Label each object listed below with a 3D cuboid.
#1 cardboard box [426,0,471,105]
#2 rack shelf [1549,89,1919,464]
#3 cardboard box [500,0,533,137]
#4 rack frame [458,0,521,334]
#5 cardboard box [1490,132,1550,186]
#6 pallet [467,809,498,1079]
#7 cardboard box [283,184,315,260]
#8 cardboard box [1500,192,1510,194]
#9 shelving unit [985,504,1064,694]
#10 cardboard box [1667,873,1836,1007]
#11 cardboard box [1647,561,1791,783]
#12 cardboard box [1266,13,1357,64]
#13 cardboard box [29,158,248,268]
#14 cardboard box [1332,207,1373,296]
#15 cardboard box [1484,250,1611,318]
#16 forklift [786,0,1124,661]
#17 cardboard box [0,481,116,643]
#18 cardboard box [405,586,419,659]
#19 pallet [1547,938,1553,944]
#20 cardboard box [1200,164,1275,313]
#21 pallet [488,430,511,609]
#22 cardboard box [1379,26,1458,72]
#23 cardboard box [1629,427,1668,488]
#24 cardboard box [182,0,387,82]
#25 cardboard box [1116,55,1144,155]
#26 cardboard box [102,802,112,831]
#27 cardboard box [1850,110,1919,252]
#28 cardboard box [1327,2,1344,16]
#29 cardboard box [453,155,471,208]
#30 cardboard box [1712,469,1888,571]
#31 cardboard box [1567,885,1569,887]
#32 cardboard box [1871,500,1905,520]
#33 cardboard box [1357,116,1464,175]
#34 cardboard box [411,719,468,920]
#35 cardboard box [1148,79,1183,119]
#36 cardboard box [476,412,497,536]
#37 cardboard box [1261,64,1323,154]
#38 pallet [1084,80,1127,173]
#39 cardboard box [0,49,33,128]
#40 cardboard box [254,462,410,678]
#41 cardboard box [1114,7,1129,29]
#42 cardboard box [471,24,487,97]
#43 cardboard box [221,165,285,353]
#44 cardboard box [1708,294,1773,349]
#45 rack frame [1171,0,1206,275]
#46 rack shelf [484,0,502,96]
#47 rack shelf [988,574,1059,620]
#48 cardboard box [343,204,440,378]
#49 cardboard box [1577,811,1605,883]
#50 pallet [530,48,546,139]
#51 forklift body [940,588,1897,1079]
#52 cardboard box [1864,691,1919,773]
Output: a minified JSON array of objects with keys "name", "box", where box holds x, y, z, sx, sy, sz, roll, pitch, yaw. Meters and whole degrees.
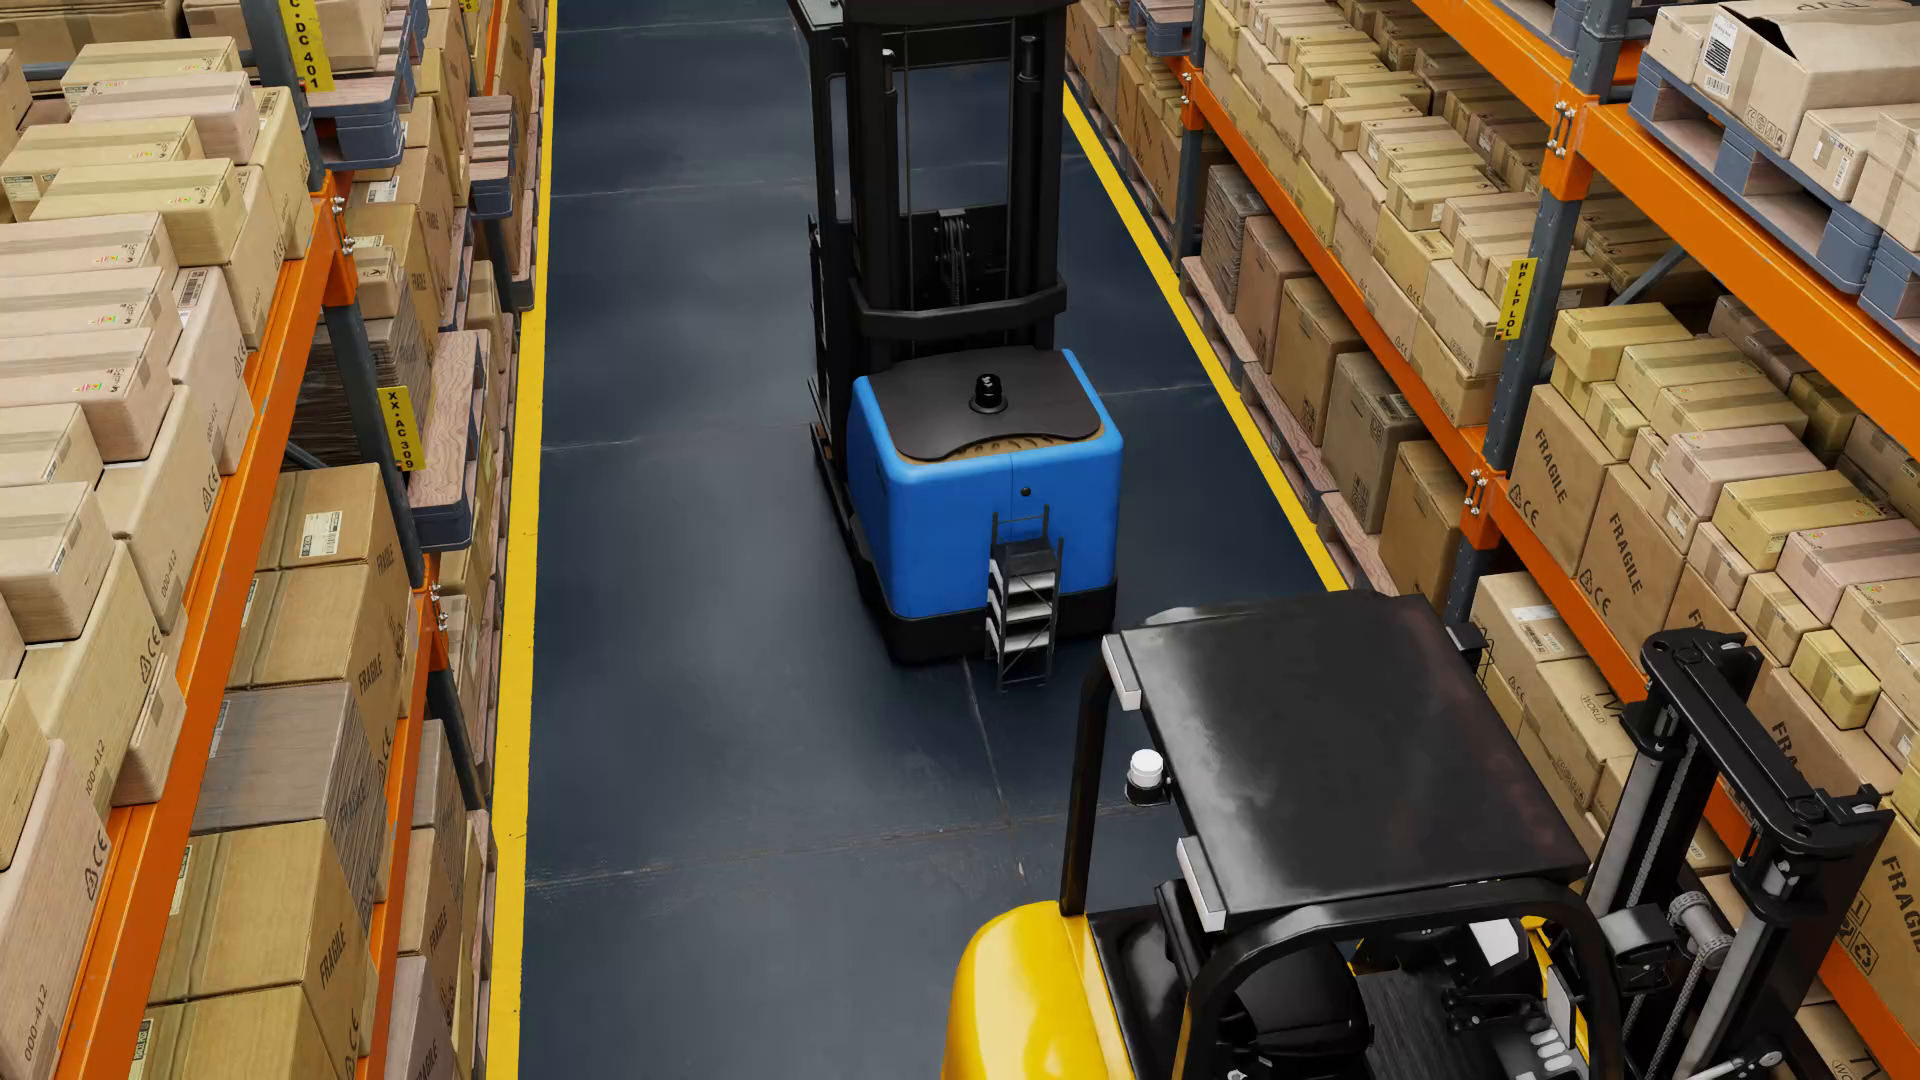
[{"name":"cardboard box","box":[-2.718,-2.452,8.195,0.500,0.500,0.500,-7,38,-9]},{"name":"rack shelf","box":[2.867,-0.187,4.087,1.077,0.370,4.000,-6,38,-8]},{"name":"cardboard box","box":[-3.419,-3.206,11.222,0.875,0.875,0.875,-5,38,-7]},{"name":"rack frame","box":[-3.071,-2.374,8.761,1.000,3.000,0.127,-6,38,-8]},{"name":"cardboard box","box":[2.544,-1.649,7.217,0.380,0.149,0.250,-6,38,-8]},{"name":"pallet","box":[-2.217,1.545,5.989,1.003,0.211,1.213,-6,38,-8]},{"name":"cardboard box","box":[-2.014,-0.886,4.605,0.380,0.149,0.250,-6,38,-8]},{"name":"cardboard box","box":[2.601,-1.271,7.056,0.500,0.250,0.500,-7,38,-8]},{"name":"shelving unit","box":[0.264,0.262,7.064,0.258,0.900,0.210,-9,45,-11]},{"name":"cardboard box","box":[2.555,1.284,5.136,0.500,0.250,0.500,-7,38,-9]},{"name":"cardboard box","box":[2.534,0.381,5.133,0.500,0.500,0.500,-7,38,-8]},{"name":"cardboard box","box":[1.757,-2.512,8.328,0.380,0.149,0.250,-6,38,-7]},{"name":"cardboard box","box":[-1.846,-0.732,3.757,0.380,0.149,0.250,-5,38,-7]},{"name":"cardboard box","box":[2.020,-1.318,7.523,0.500,0.250,0.500,-6,38,-8]},{"name":"cardboard box","box":[2.238,-0.972,6.346,0.380,0.149,0.250,-5,38,-6]},{"name":"forklift","box":[-0.155,-1.530,7.730,1.130,2.935,3.031,-9,39,-11]},{"name":"cardboard box","box":[-1.647,0.047,2.754,0.380,0.149,0.250,-5,38,-7]},{"name":"cardboard box","box":[-2.013,0.302,5.521,0.380,0.149,0.250,-7,38,-8]},{"name":"pallet","box":[2.614,1.092,6.573,1.003,0.211,1.213,-6,38,-8]},{"name":"cardboard box","box":[1.911,-1.760,9.564,0.875,0.625,0.625,-5,38,-7]},{"name":"pallet","box":[-2.725,-0.066,8.062,1.003,0.211,1.213,-6,38,-8]},{"name":"cardboard box","box":[2.293,-2.415,8.204,0.380,0.149,0.250,-6,38,-8]},{"name":"cardboard box","box":[2.433,-0.259,5.428,0.380,0.149,0.250,-6,38,-8]},{"name":"cardboard box","box":[-2.078,-1.645,5.158,0.500,0.250,0.500,-7,38,-9]},{"name":"cardboard box","box":[1.357,-2.941,11.185,0.500,0.500,0.500,-5,38,-6]},{"name":"cardboard box","box":[-1.672,0.518,2.798,0.380,0.149,0.250,-7,38,-9]},{"name":"cardboard box","box":[2.477,-0.902,4.107,0.396,0.266,0.258,-7,38,-9]},{"name":"cardboard box","box":[2.167,-2.807,9.033,0.500,0.250,0.500,-5,38,-7]},{"name":"cardboard box","box":[-2.477,-1.649,7.690,0.380,0.149,0.250,-6,38,-7]},{"name":"cardboard box","box":[2.484,-0.061,4.931,0.380,0.149,0.250,-7,38,-9]},{"name":"cardboard box","box":[2.379,1.058,6.241,0.500,0.250,0.500,-7,38,-9]},{"name":"cardboard box","box":[2.977,-0.003,5.098,0.380,0.149,0.250,-5,38,-6]},{"name":"cardboard box","box":[1.985,-1.741,7.336,0.380,0.149,0.250,-6,38,-8]},{"name":"cardboard box","box":[-2.002,0.994,5.713,0.500,0.500,0.500,-7,38,-9]},{"name":"cardboard box","box":[1.401,-2.778,10.447,0.380,0.149,0.250,-8,39,-10]},{"name":"cardboard box","box":[-2.717,-0.257,7.835,0.950,0.372,0.625,-5,38,-6]},{"name":"cardboard box","box":[1.813,-2.134,8.166,0.500,0.250,0.500,-7,38,-9]},{"name":"pallet","box":[1.511,-2.999,11.839,1.003,0.211,1.213,-6,38,-8]},{"name":"cardboard box","box":[-2.636,-1.133,4.273,0.380,0.149,0.250,-7,38,-9]},{"name":"cardboard box","box":[-2.047,0.126,5.218,0.500,0.500,0.500,-7,38,-9]},{"name":"cardboard box","box":[1.281,-3.574,11.472,0.380,0.149,0.250,-6,38,-8]},{"name":"cardboard box","box":[-2.909,-2.638,9.222,0.500,0.250,0.500,-7,38,-9]},{"name":"cardboard box","box":[-1.938,-0.658,3.987,0.500,0.250,0.500,-7,38,-9]},{"name":"cardboard box","box":[2.870,-0.747,5.814,0.380,0.149,0.250,-6,38,-8]},{"name":"rack frame","box":[1.815,-2.910,9.451,1.000,3.000,0.127,-6,38,-8]},{"name":"rack shelf","box":[-3.422,-3.298,10.537,1.077,0.370,4.000,-6,38,-8]},{"name":"rack shelf","box":[0.266,0.221,7.025,0.258,0.077,0.200,-9,45,-11]},{"name":"cardboard box","box":[-2.258,-0.898,6.194,0.500,0.500,0.500,-6,38,-8]},{"name":"cardboard box","box":[2.464,1.162,5.700,0.500,0.250,0.500,-7,38,-8]},{"name":"pallet","box":[-3.563,-3.231,12.137,1.003,0.211,1.213,-6,38,-8]},{"name":"forklift body","box":[1.089,1.308,4.714,2.313,2.155,1.214,-6,38,-8]},{"name":"cardboard box","box":[2.677,0.514,4.433,0.380,0.149,0.250,-6,38,-8]}]
